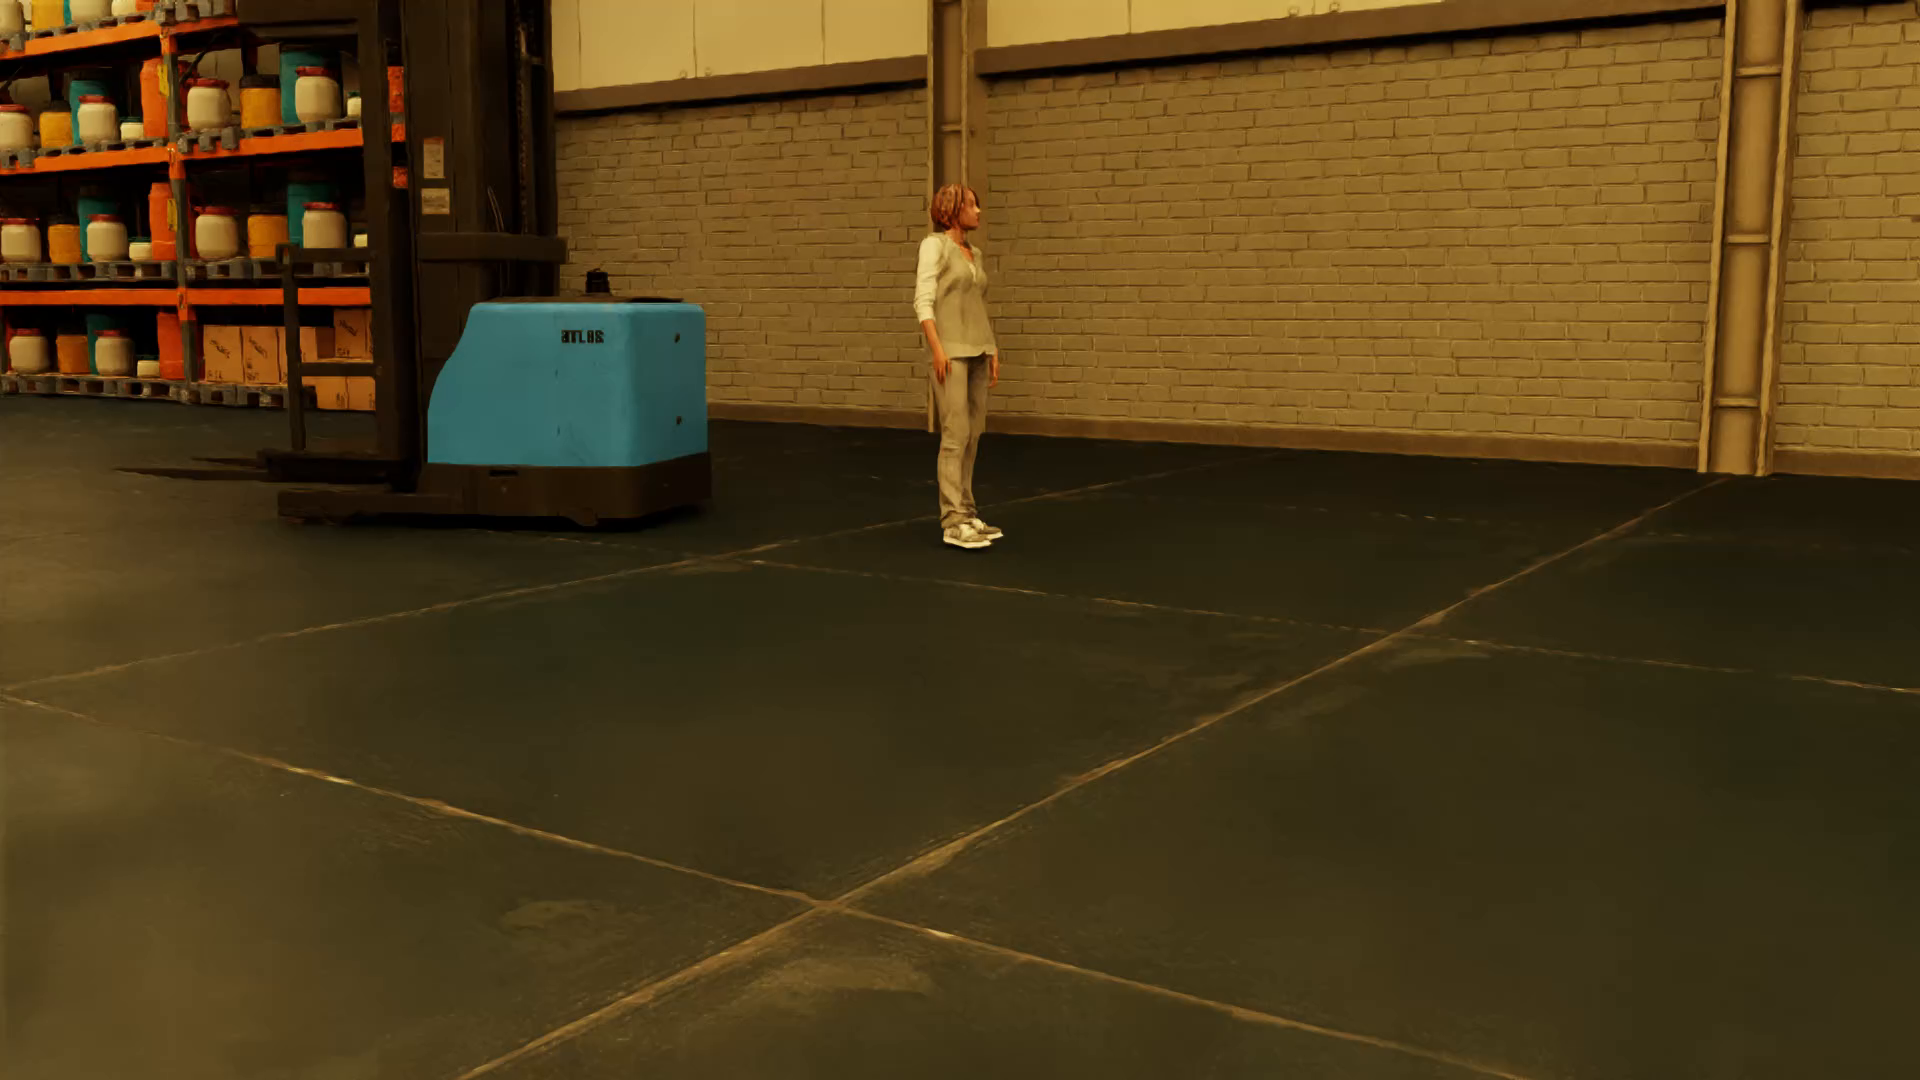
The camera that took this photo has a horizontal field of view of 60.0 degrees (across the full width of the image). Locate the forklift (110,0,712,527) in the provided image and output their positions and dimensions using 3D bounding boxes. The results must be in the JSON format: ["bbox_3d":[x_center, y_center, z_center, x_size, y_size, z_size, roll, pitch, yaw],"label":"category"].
[{"bbox_3d":[-2.873,-1.598,8.430,3.031,2.935,1.130,2,8,14],"label":"forklift"}]

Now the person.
[{"bbox_3d":[0.054,-0.790,7.438,0.474,1.597,0.521,5,10,34],"label":"person"}]
